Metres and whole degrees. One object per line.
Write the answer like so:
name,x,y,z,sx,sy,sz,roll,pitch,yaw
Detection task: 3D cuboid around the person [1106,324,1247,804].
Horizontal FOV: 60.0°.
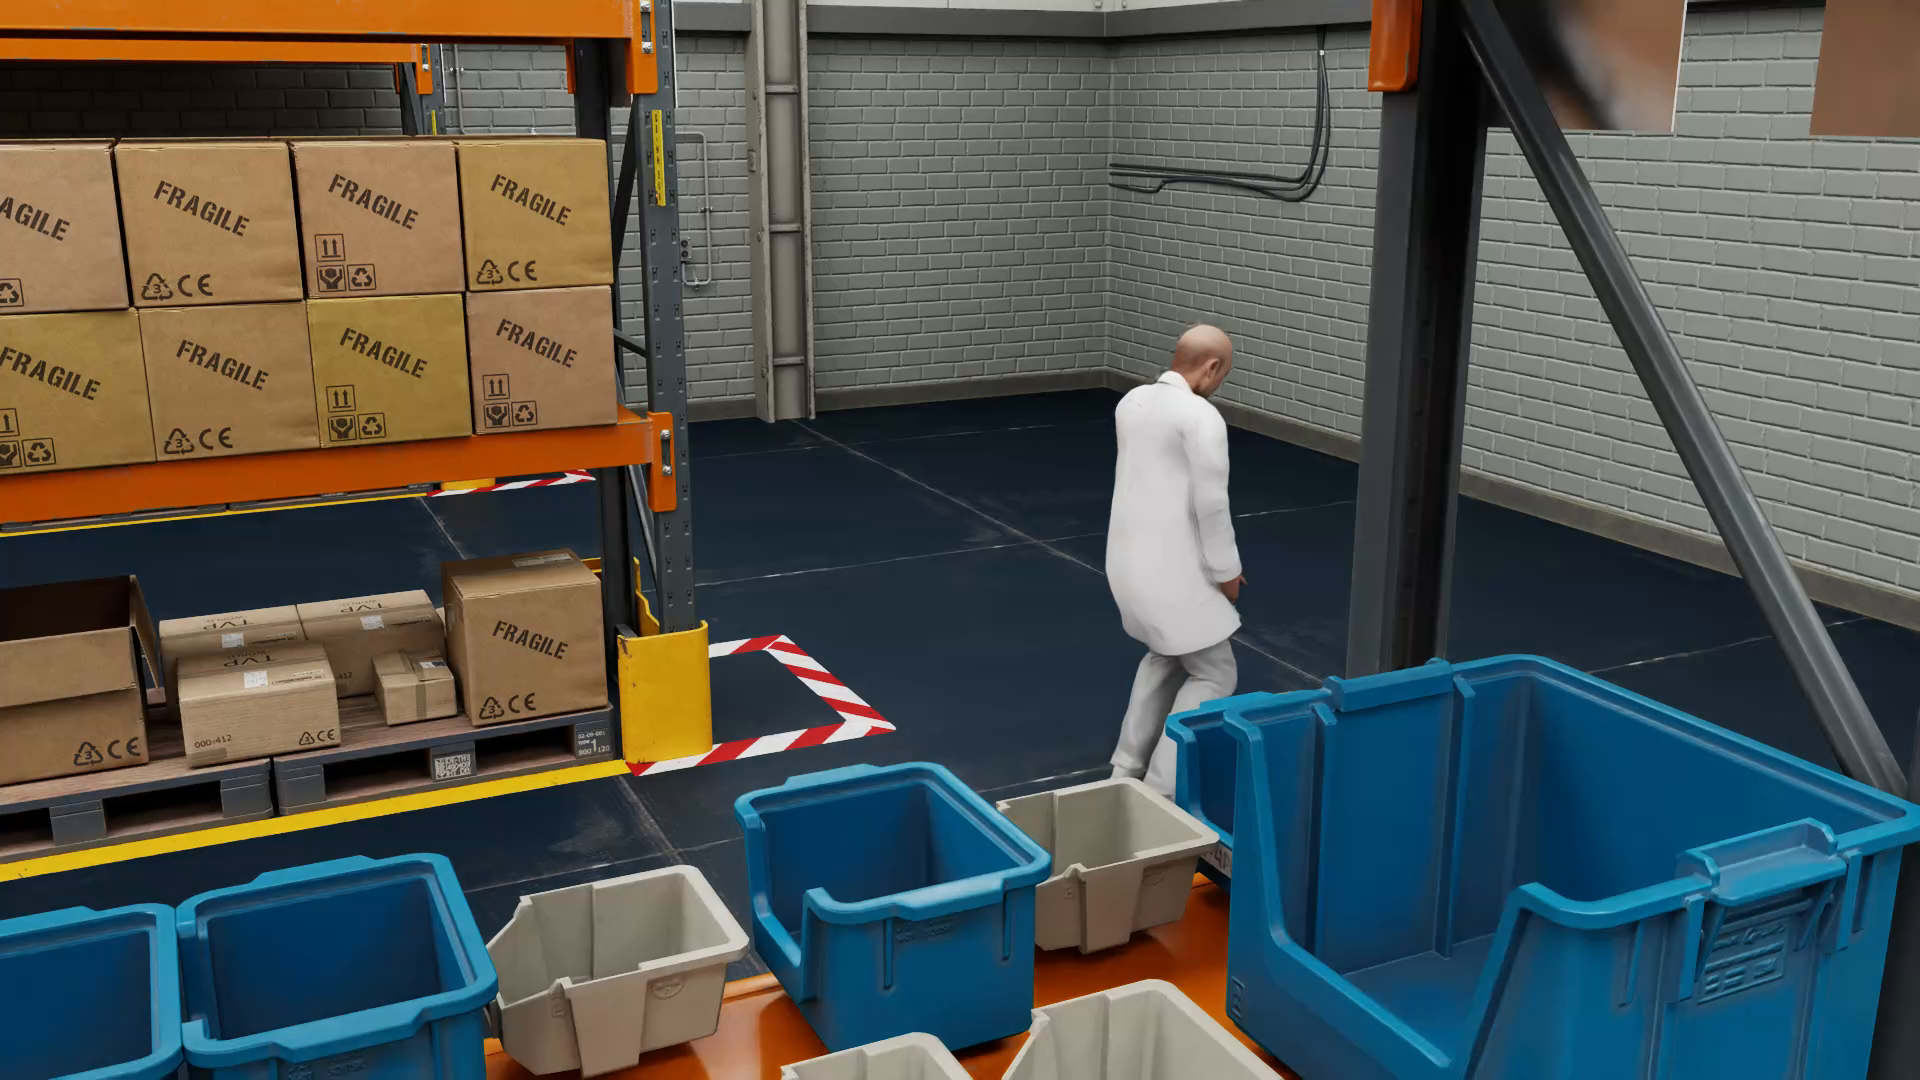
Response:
person,0.743,0.099,5.846,0.466,1.702,0.599,-7,16,-24
